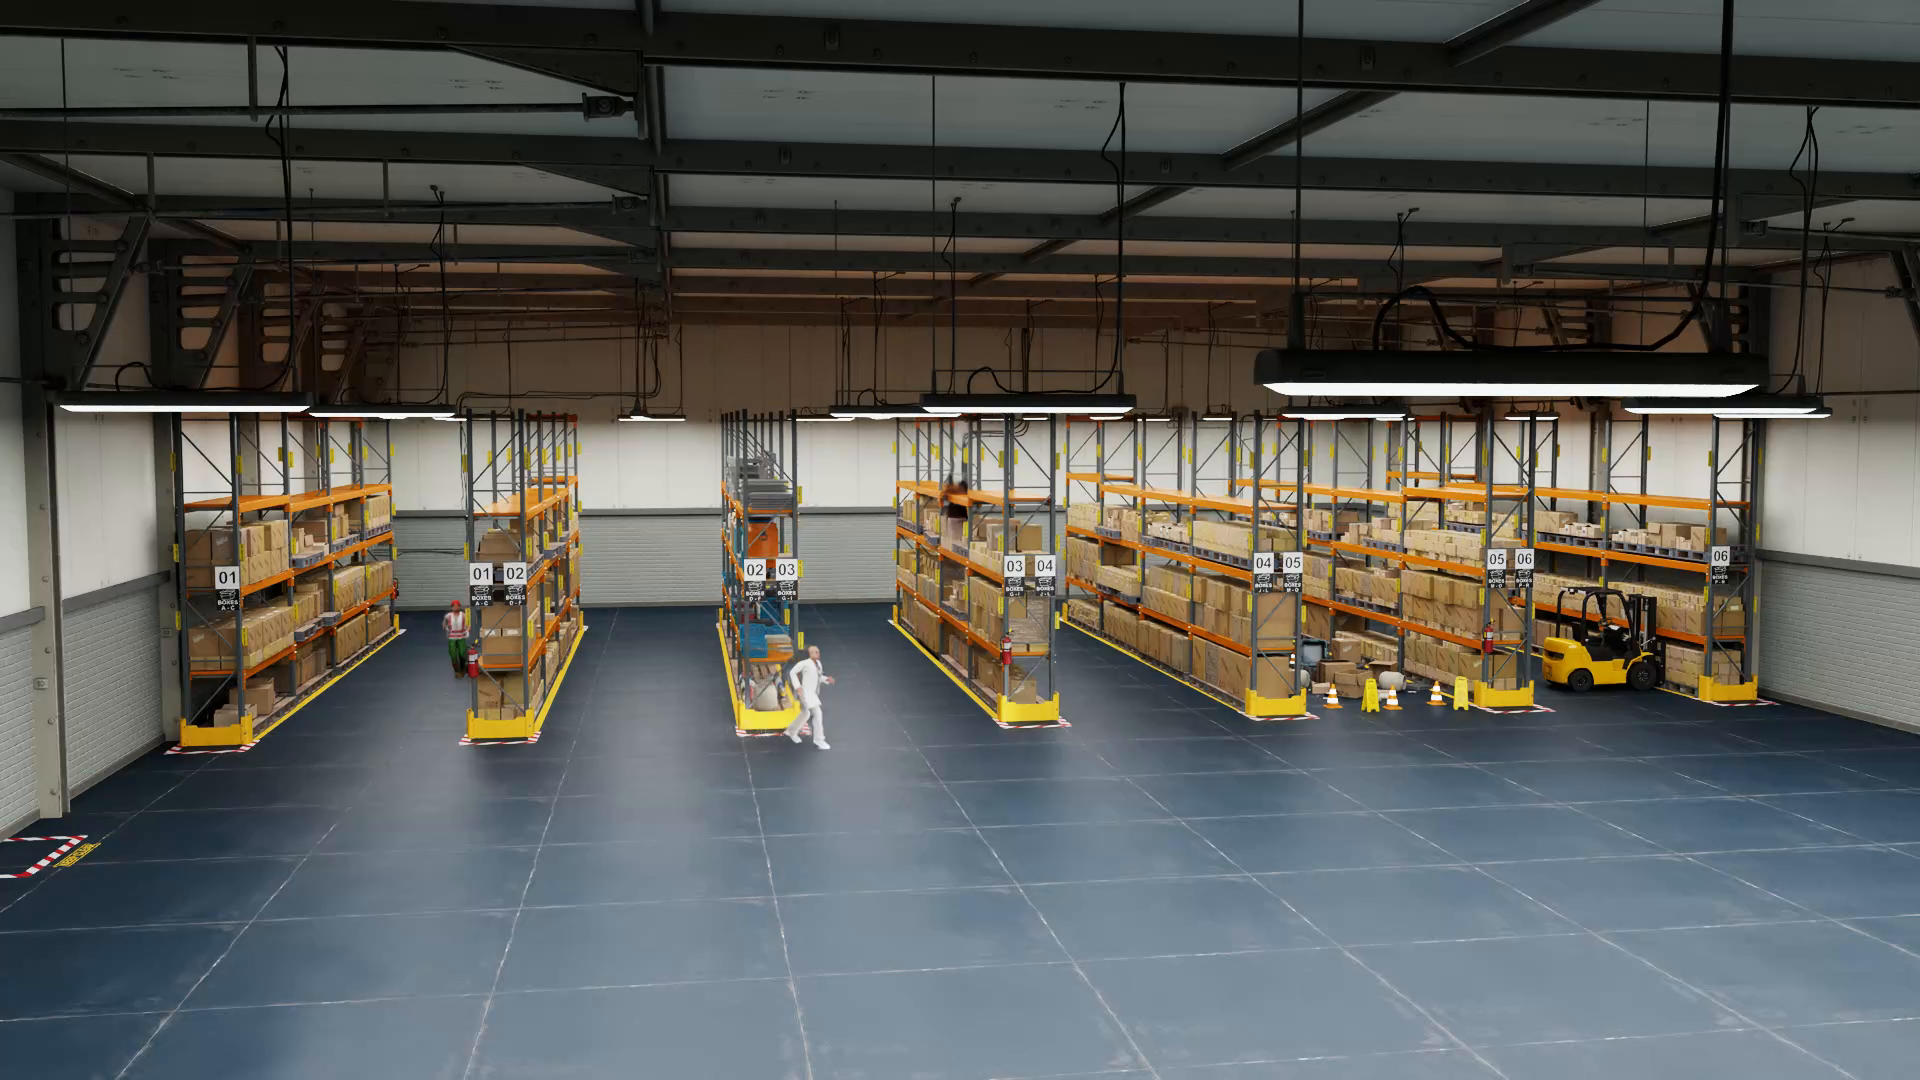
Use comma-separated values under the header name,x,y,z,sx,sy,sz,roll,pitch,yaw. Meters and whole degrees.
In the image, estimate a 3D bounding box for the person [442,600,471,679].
name,x,y,z,sx,sy,sz,roll,pitch,yaw
person,-11.281,2.235,37.291,0.636,1.772,0.626,-1,4,-11

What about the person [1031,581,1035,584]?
name,x,y,z,sx,sy,sz,roll,pitch,yaw
person,2.159,1.550,48.448,0.593,1.630,0.749,1,4,16

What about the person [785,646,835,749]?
name,x,y,z,sx,sy,sz,roll,pitch,yaw
person,-2.697,2.786,29.523,0.996,1.824,0.638,1,4,20

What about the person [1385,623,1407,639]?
name,x,y,z,sx,sy,sz,roll,pitch,yaw
person,11.295,1.895,43.187,0.589,1.696,1.050,-1,4,-12
